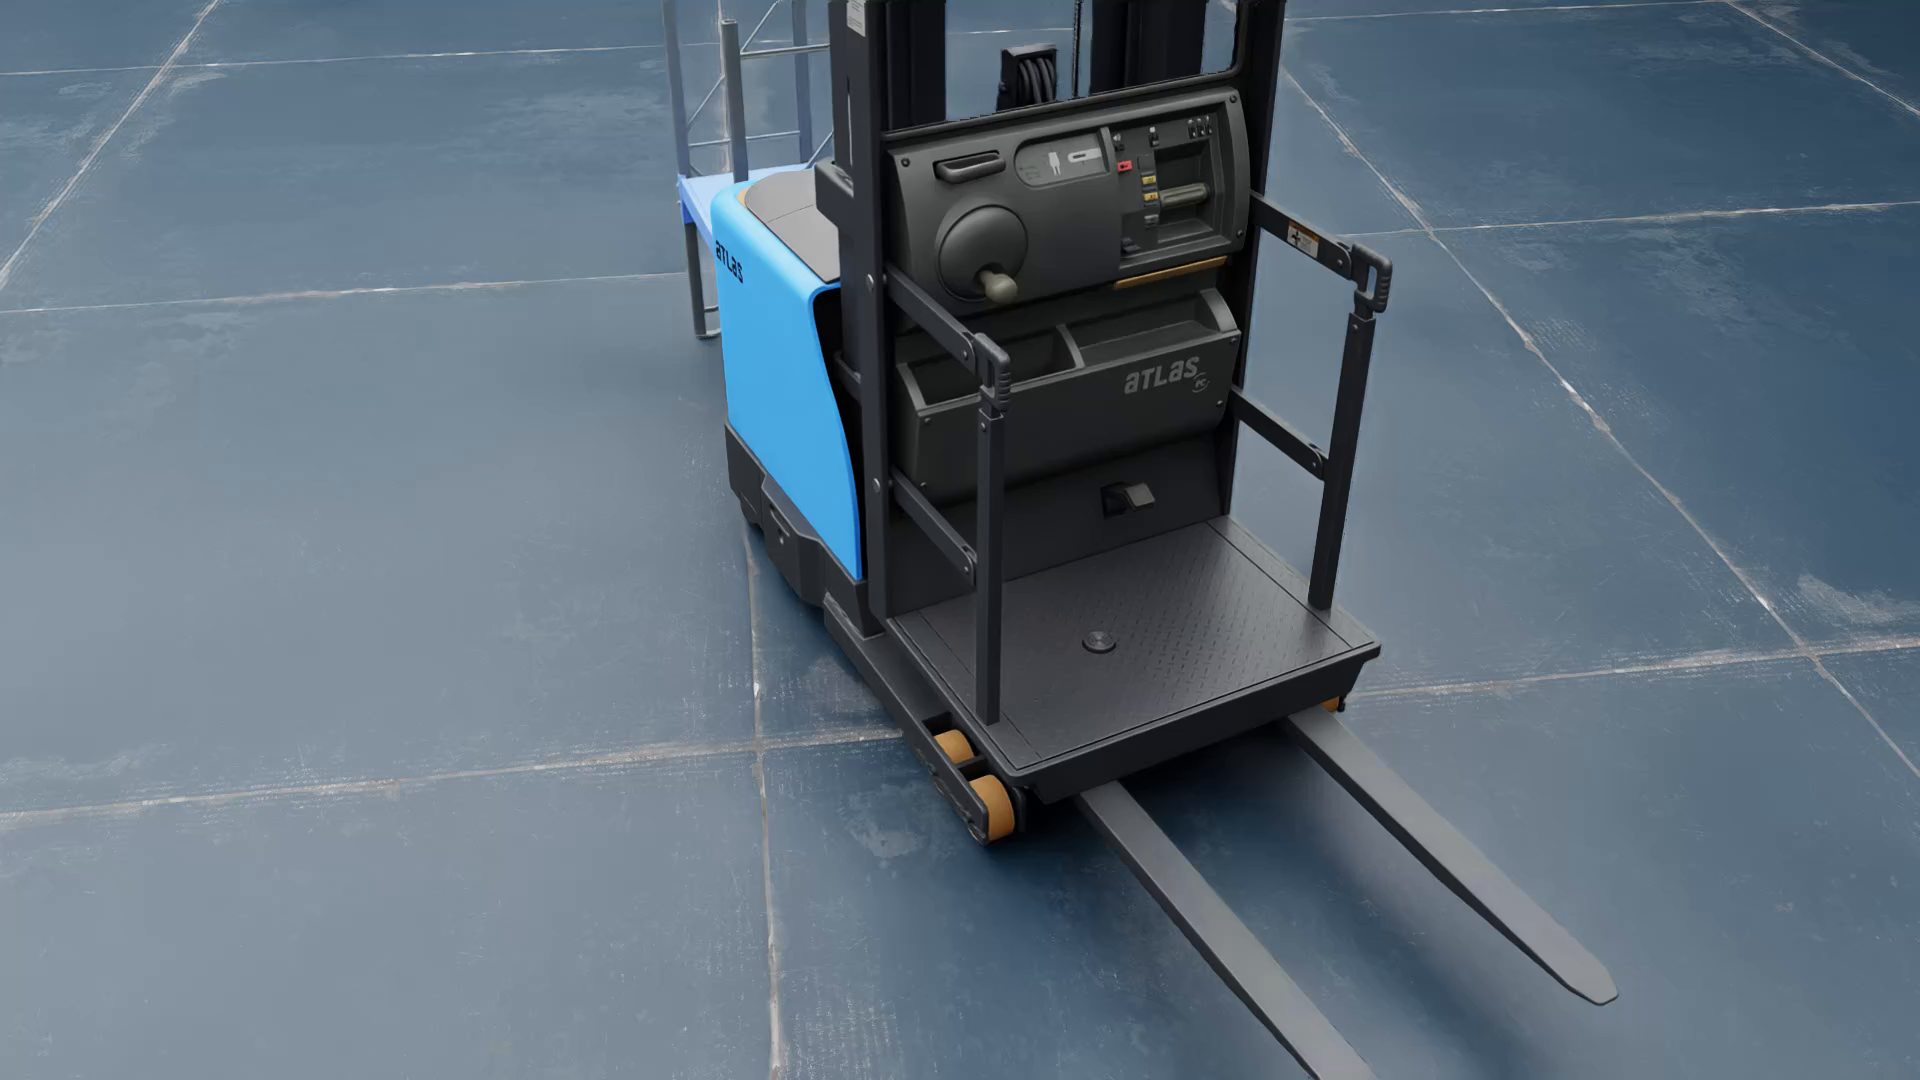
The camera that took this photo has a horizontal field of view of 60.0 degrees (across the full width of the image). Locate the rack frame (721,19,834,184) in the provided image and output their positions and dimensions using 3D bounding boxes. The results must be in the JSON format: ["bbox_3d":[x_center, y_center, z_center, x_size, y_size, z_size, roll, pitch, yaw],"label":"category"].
[{"bbox_3d":[-0.447,-0.909,5.252,0.500,1.500,0.032,-11,36,-16],"label":"rack frame"}]

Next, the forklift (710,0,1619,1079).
[{"bbox_3d":[0.381,-0.748,3.745,1.130,2.935,3.031,-16,38,-22],"label":"forklift"}]

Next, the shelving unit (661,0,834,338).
[{"bbox_3d":[-0.615,-1.179,5.648,0.538,1.500,1.048,-11,36,-16],"label":"shelving unit"}]

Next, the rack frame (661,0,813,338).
[{"bbox_3d":[-0.784,-1.449,6.044,0.500,1.500,0.032,-11,36,-16],"label":"rack frame"}]

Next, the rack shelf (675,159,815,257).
[{"bbox_3d":[-0.615,-1.030,5.749,0.538,0.185,1.000,-11,36,-16],"label":"rack shelf"}]
